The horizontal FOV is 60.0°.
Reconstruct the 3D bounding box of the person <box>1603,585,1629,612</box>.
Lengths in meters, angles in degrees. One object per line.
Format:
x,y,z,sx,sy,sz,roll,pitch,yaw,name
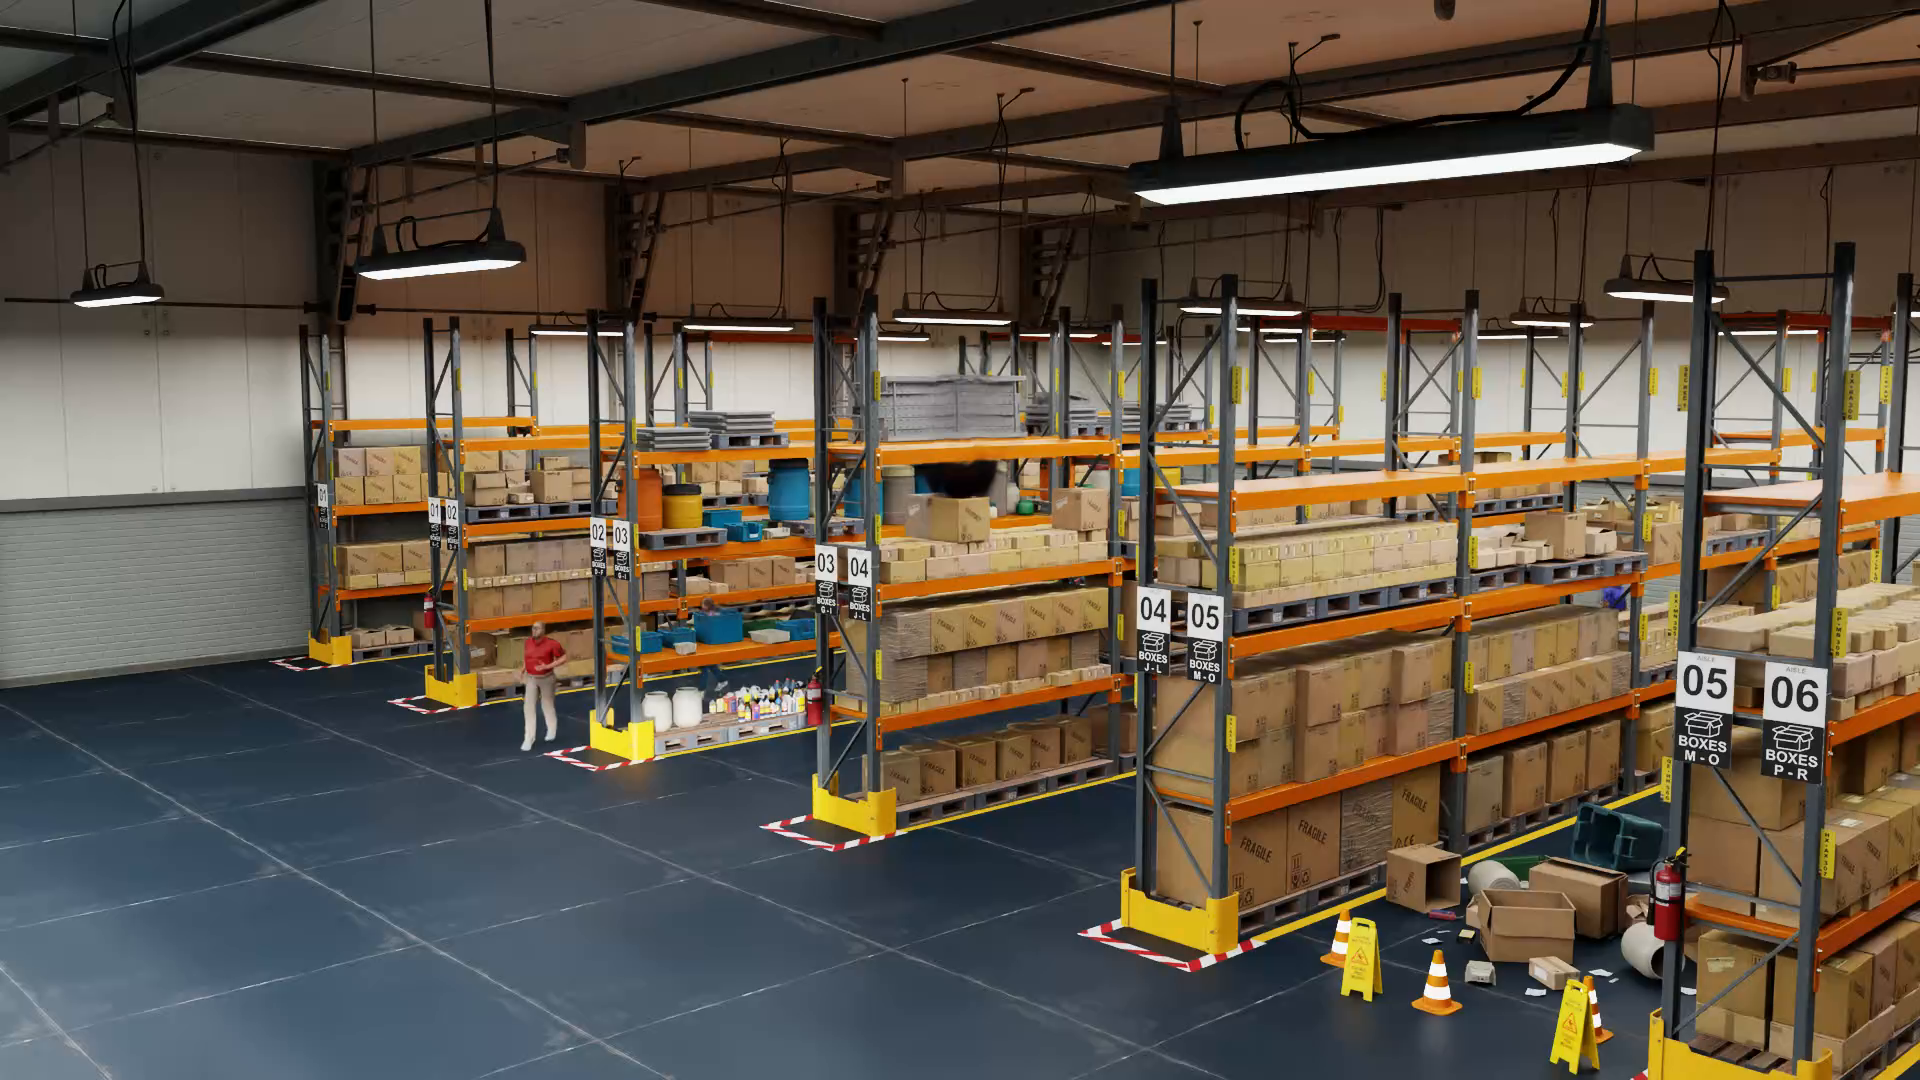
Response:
11.706,1.369,29.574,0.592,1.621,0.598,-2,6,-21,person

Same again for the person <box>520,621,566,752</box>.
-5.753,1.996,22.982,0.657,1.788,0.799,1,6,9,person

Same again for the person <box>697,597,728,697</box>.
-3.982,1.711,26.397,0.546,1.618,0.804,5,8,41,person
